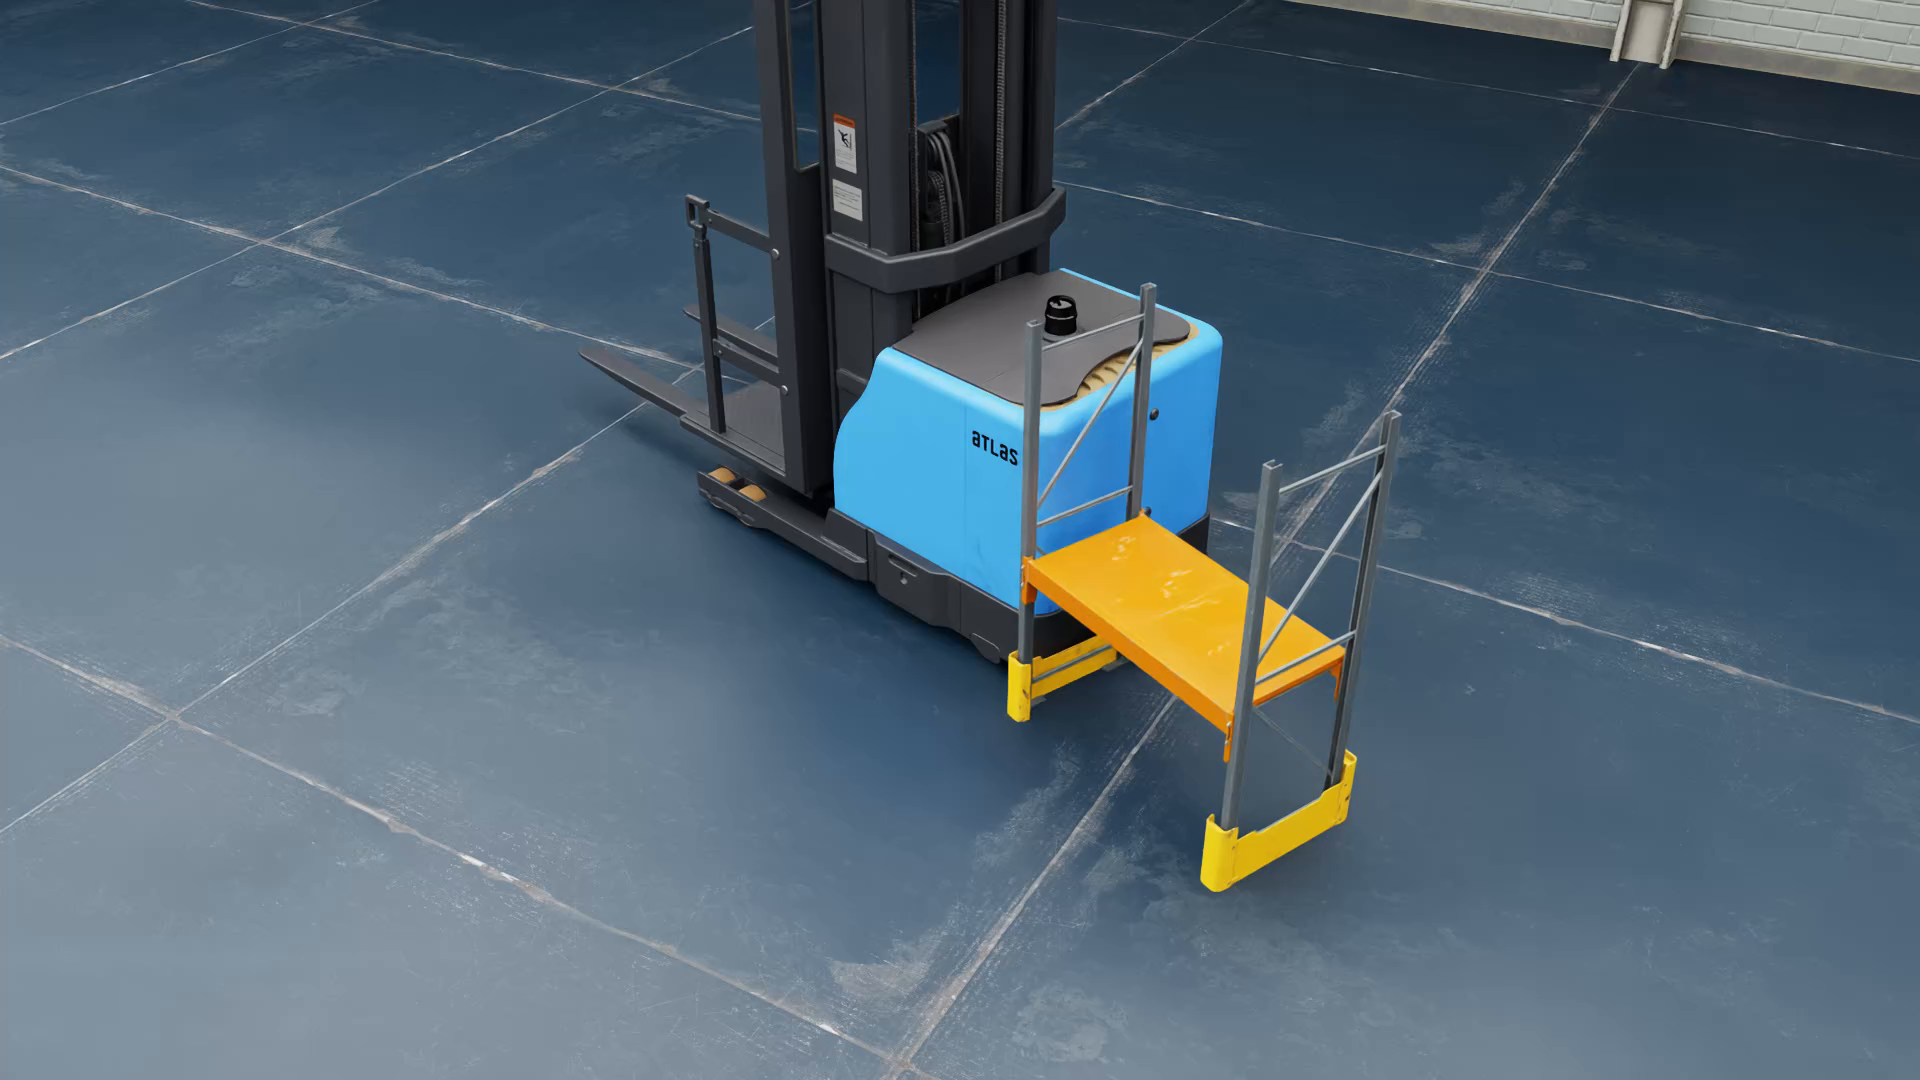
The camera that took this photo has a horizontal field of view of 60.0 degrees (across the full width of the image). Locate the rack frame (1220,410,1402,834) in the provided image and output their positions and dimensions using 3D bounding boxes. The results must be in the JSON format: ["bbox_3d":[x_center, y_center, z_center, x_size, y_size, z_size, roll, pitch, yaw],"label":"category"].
[{"bbox_3d":[1.002,0.353,4.866,0.500,1.500,0.032,-22,39,-29],"label":"rack frame"}]

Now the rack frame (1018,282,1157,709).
[{"bbox_3d":[0.411,-0.105,5.555,0.500,1.500,0.032,-22,39,-29],"label":"rack frame"}]

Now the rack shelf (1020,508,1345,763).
[{"bbox_3d":[0.706,0.274,5.310,0.538,0.185,1.000,-22,39,-29],"label":"rack shelf"}]

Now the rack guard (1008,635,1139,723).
[{"bbox_3d":[0.422,0.424,5.888,0.587,0.250,0.087,-22,39,-29],"label":"rack guard"}]

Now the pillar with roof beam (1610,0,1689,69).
[{"bbox_3d":[2.765,-5.130,6.335,0.400,9.000,9.100,18,37,24],"label":"pillar with roof beam"}]

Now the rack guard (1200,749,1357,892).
[{"bbox_3d":[1.001,0.873,5.214,0.587,0.250,0.087,-22,39,-29],"label":"rack guard"}]

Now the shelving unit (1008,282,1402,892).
[{"bbox_3d":[0.712,0.128,5.205,0.587,1.500,1.083,-22,39,-29],"label":"shelving unit"}]

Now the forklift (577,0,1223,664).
[{"bbox_3d":[-0.448,-1.461,6.300,3.031,2.935,1.130,28,43,35],"label":"forklift"}]
